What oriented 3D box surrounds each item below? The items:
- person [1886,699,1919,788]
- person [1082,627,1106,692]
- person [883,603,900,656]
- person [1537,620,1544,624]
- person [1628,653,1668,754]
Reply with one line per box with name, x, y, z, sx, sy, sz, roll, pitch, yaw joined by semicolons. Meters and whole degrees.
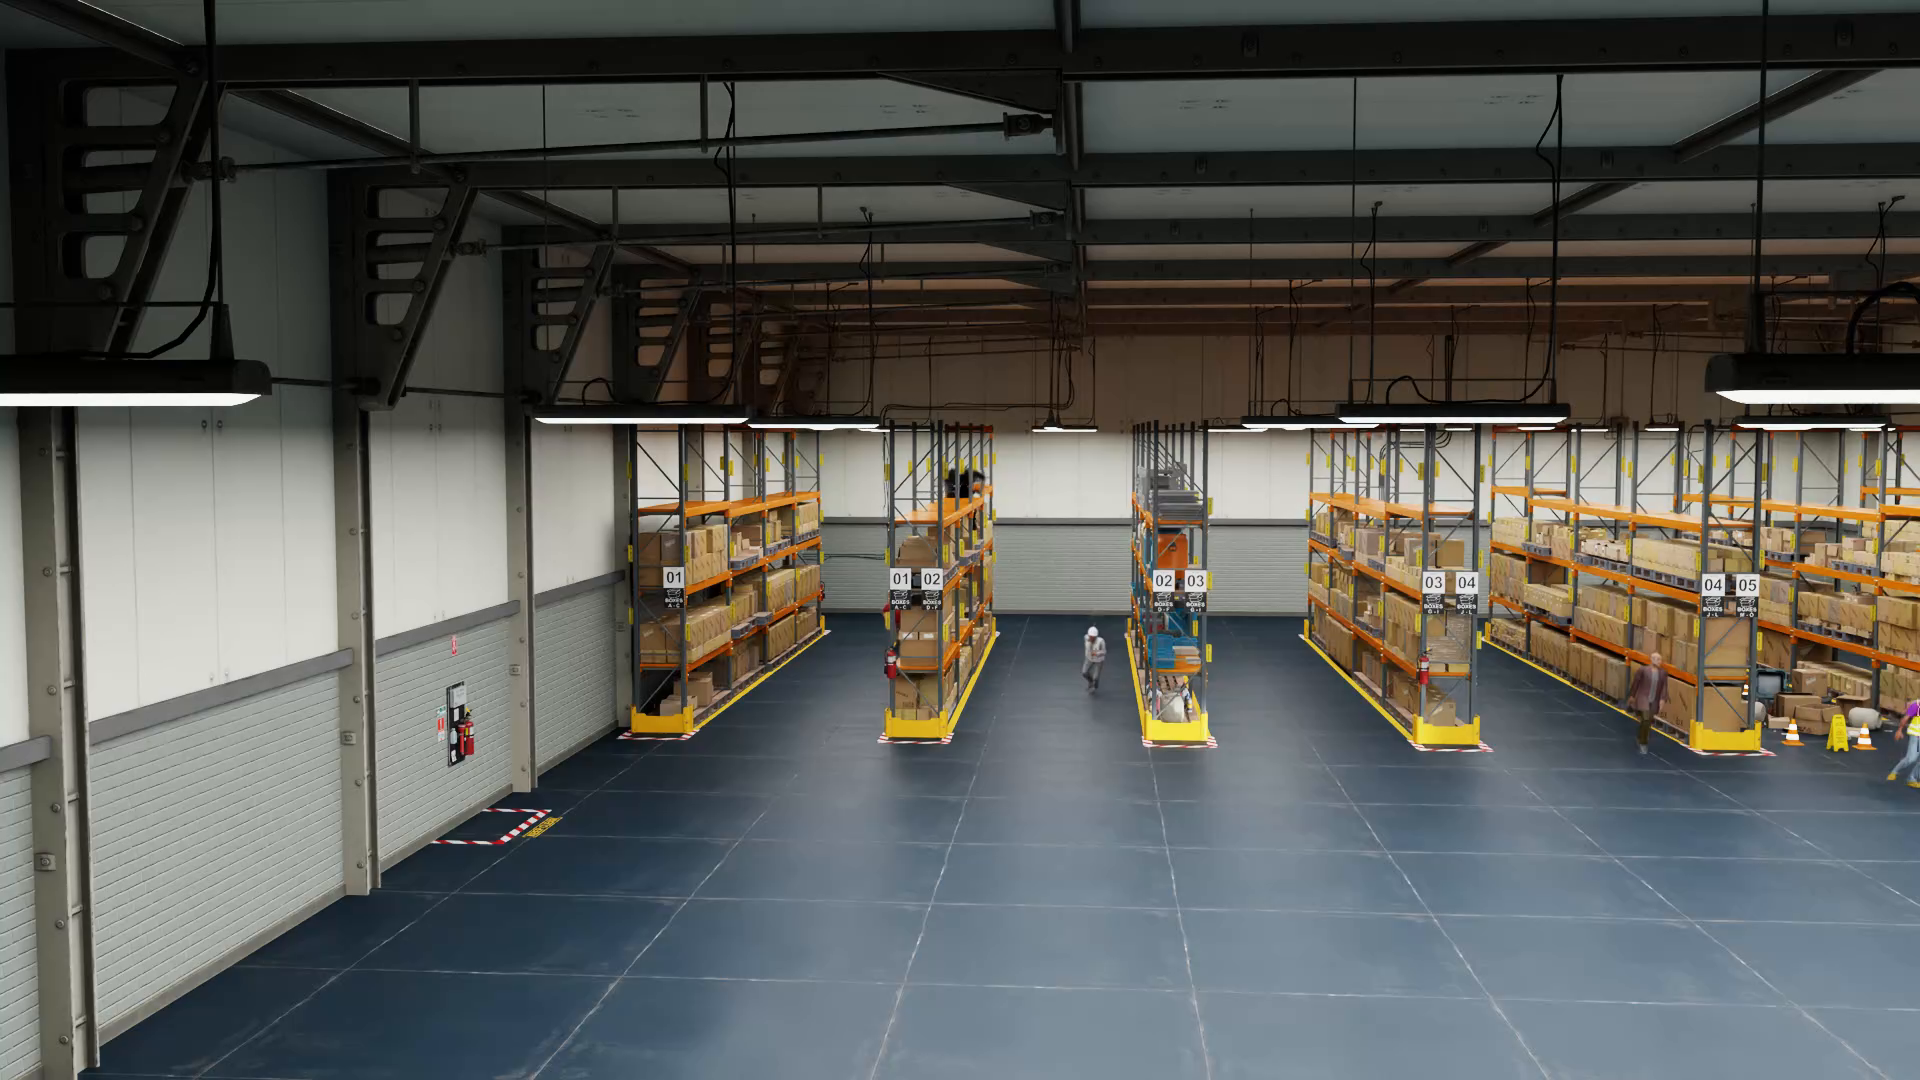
person;15.531;3.166;26.886;0.830;1.681;0.699;-1;4;-10
person;2.941;2.632;36.566;0.674;1.528;0.998;1;4;22
person;-1.645;2.204;42.822;0.700;1.635;0.932;-2;4;-24
person;16.464;1.931;46.734;0.665;1.619;0.907;-3;5;-40
person;12.517;2.942;30.161;0.630;1.803;0.690;0;4;0
